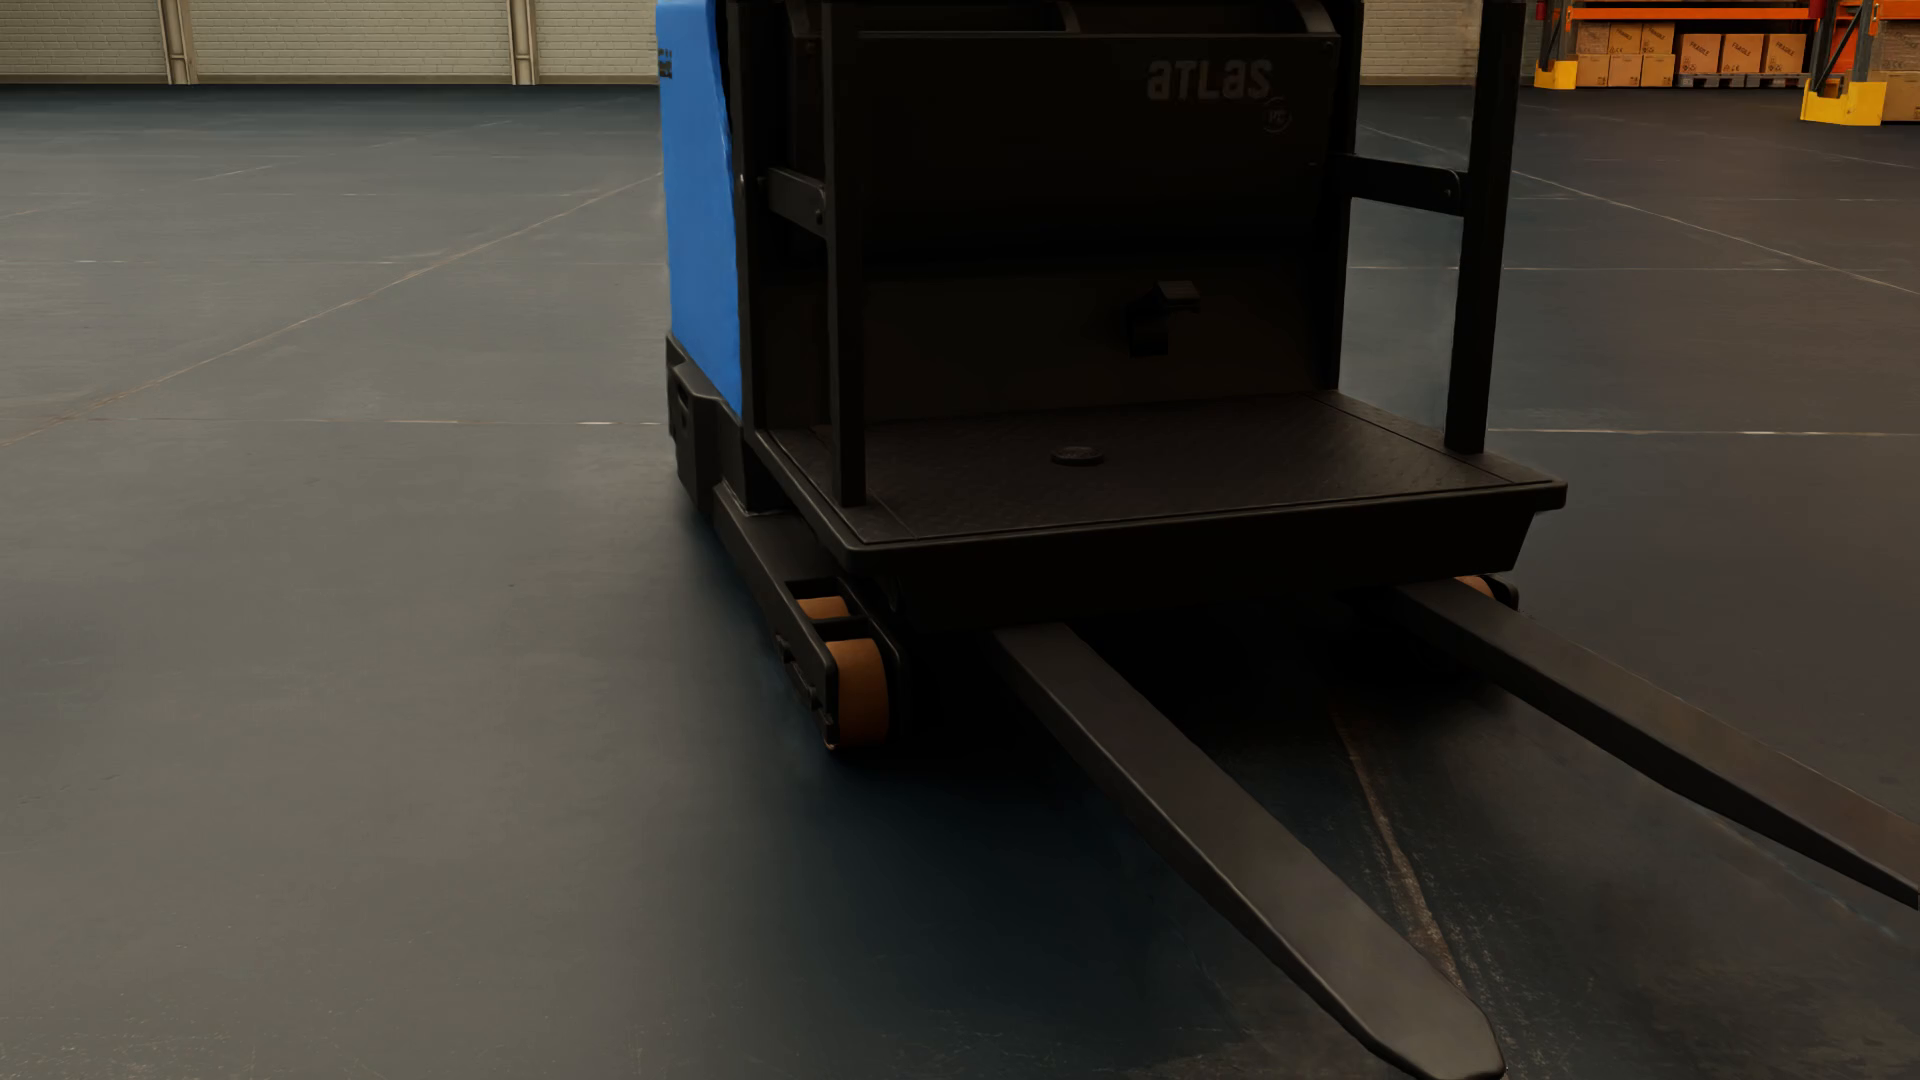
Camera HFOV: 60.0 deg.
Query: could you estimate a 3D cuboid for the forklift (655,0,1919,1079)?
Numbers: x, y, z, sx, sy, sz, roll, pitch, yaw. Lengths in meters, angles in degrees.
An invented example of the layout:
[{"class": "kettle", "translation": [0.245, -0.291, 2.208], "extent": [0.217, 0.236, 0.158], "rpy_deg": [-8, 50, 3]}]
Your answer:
[{"class": "forklift", "translation": [0.237, -1.227, 2.379], "extent": [1.130, 2.935, 3.031], "rpy_deg": [-5, 18, -16]}]
